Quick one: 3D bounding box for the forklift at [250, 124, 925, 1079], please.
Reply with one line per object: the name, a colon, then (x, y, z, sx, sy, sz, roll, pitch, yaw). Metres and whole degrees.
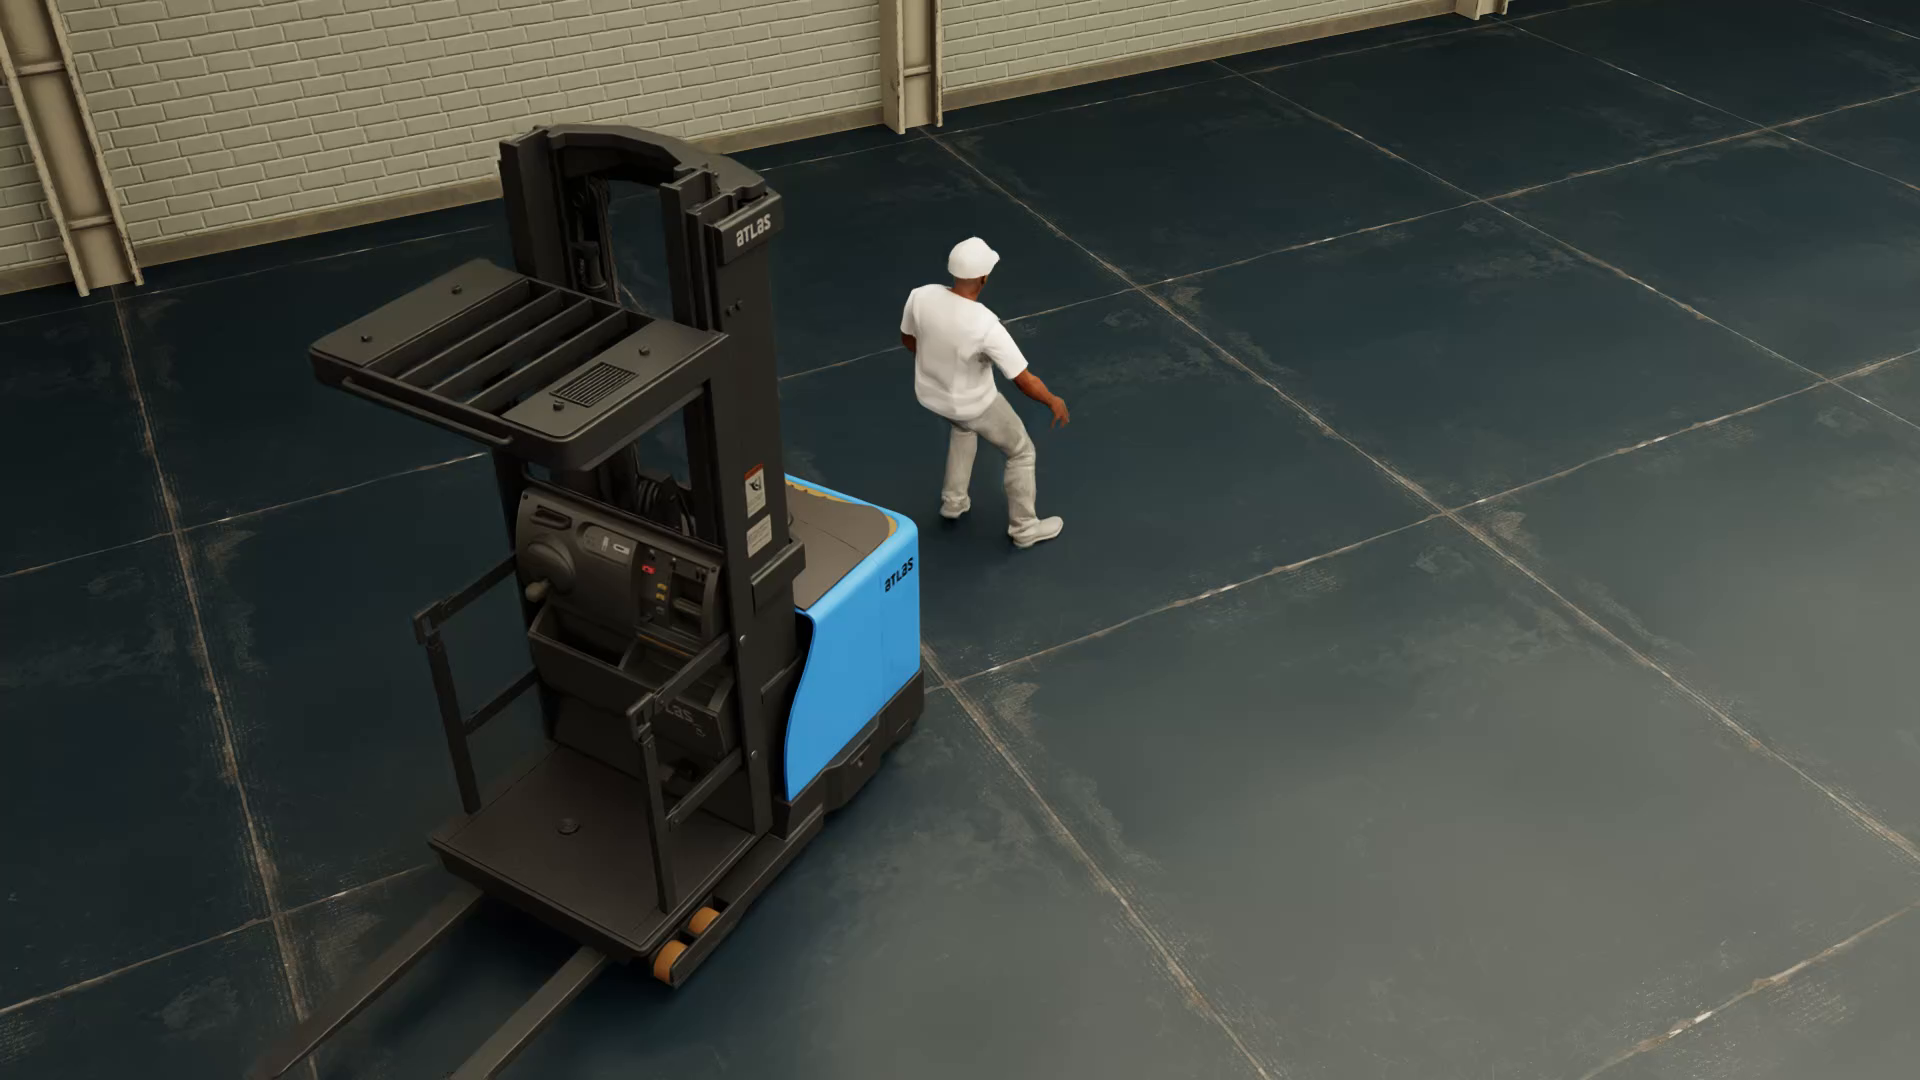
forklift: (-1.355, 0.175, 5.875, 1.130, 2.935, 3.031, 19, 40, 25)

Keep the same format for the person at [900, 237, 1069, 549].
person: (0.106, -0.747, 8.273, 0.826, 1.678, 0.547, 25, 42, 31)
